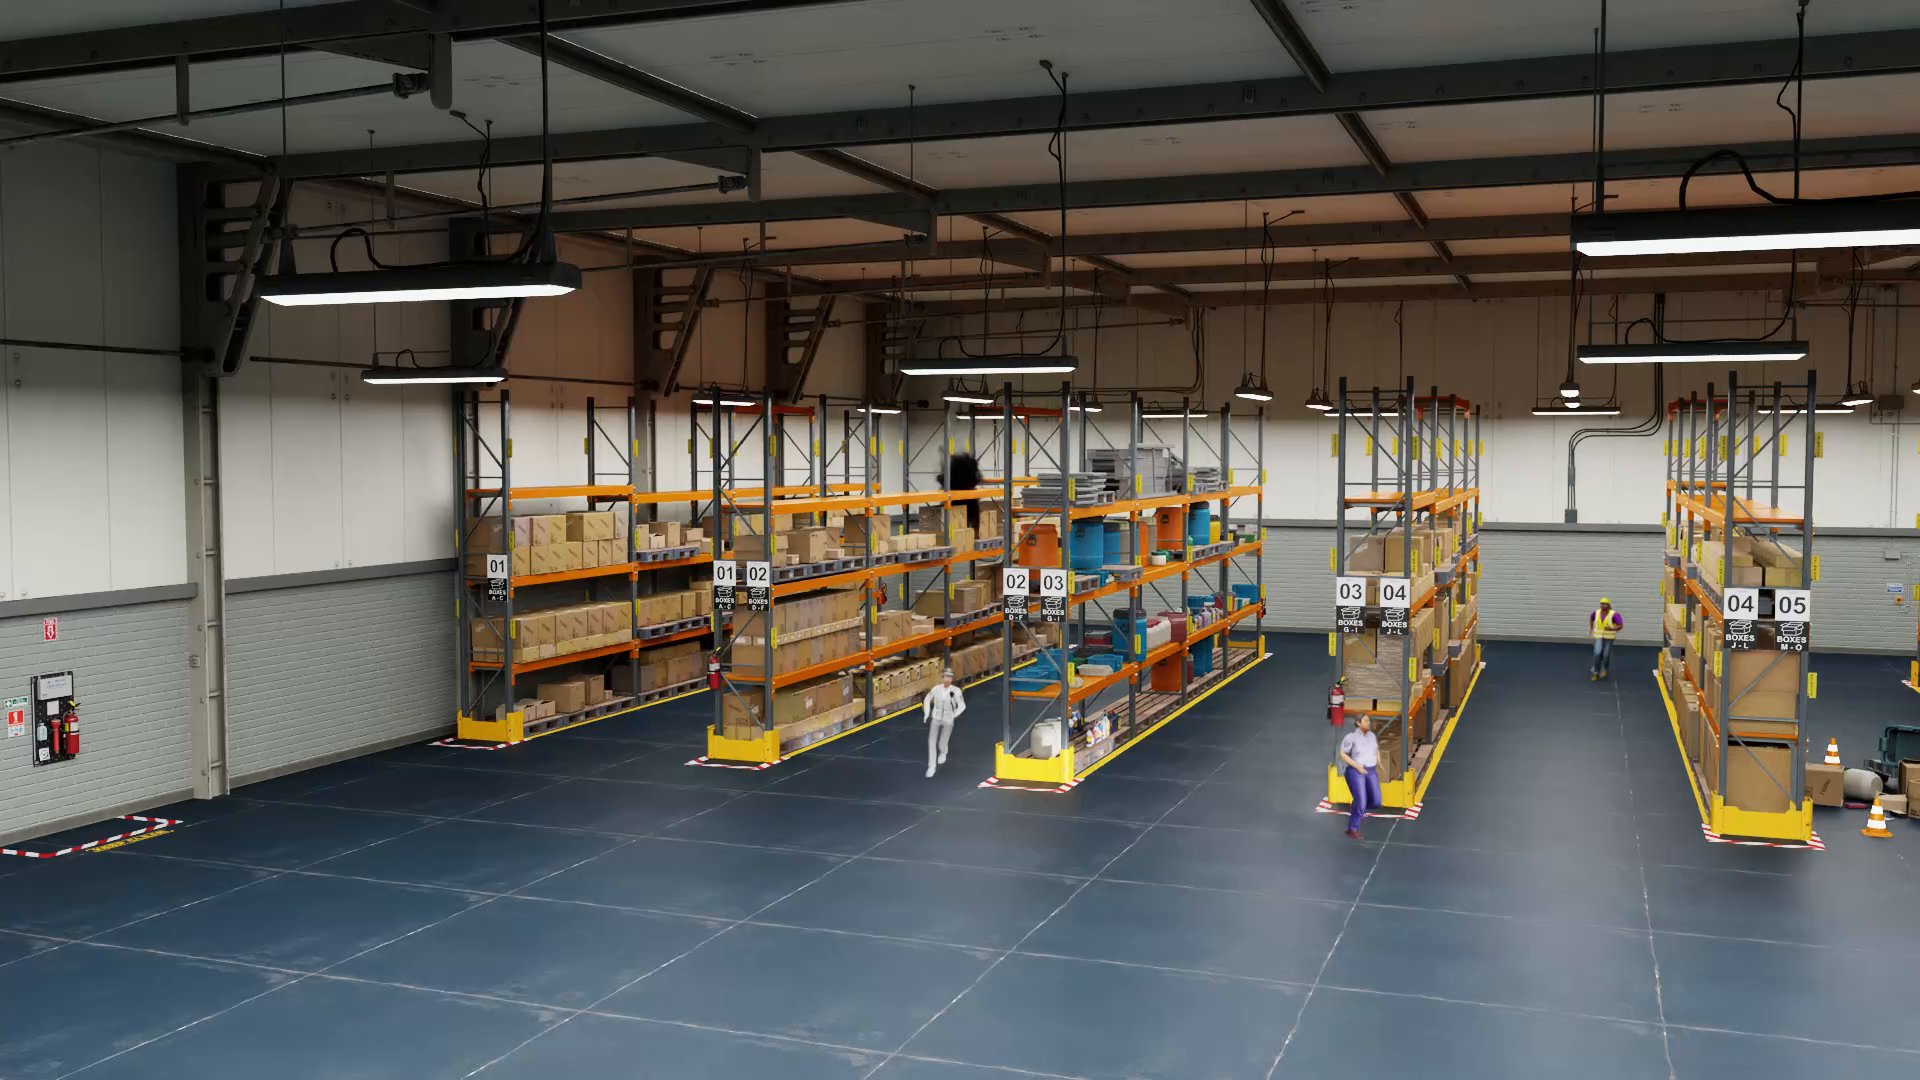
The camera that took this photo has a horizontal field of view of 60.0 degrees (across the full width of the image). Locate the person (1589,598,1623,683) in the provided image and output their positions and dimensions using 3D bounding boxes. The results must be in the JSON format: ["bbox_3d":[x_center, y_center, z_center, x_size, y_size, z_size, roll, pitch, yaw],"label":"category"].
[{"bbox_3d":[13.894,2.136,35.777,0.696,1.799,0.861,2,4,28],"label":"person"}]

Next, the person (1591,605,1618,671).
[{"bbox_3d":[14.436,2.182,37.271,0.593,1.526,0.680,-3,4,-43],"label":"person"}]

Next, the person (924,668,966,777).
[{"bbox_3d":[-0.241,2.786,25.633,0.660,1.663,0.702,1,3,10],"label":"person"}]

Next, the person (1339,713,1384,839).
[{"bbox_3d":[5.202,3.040,21.562,0.639,1.612,0.555,-1,3,-25],"label":"person"}]
